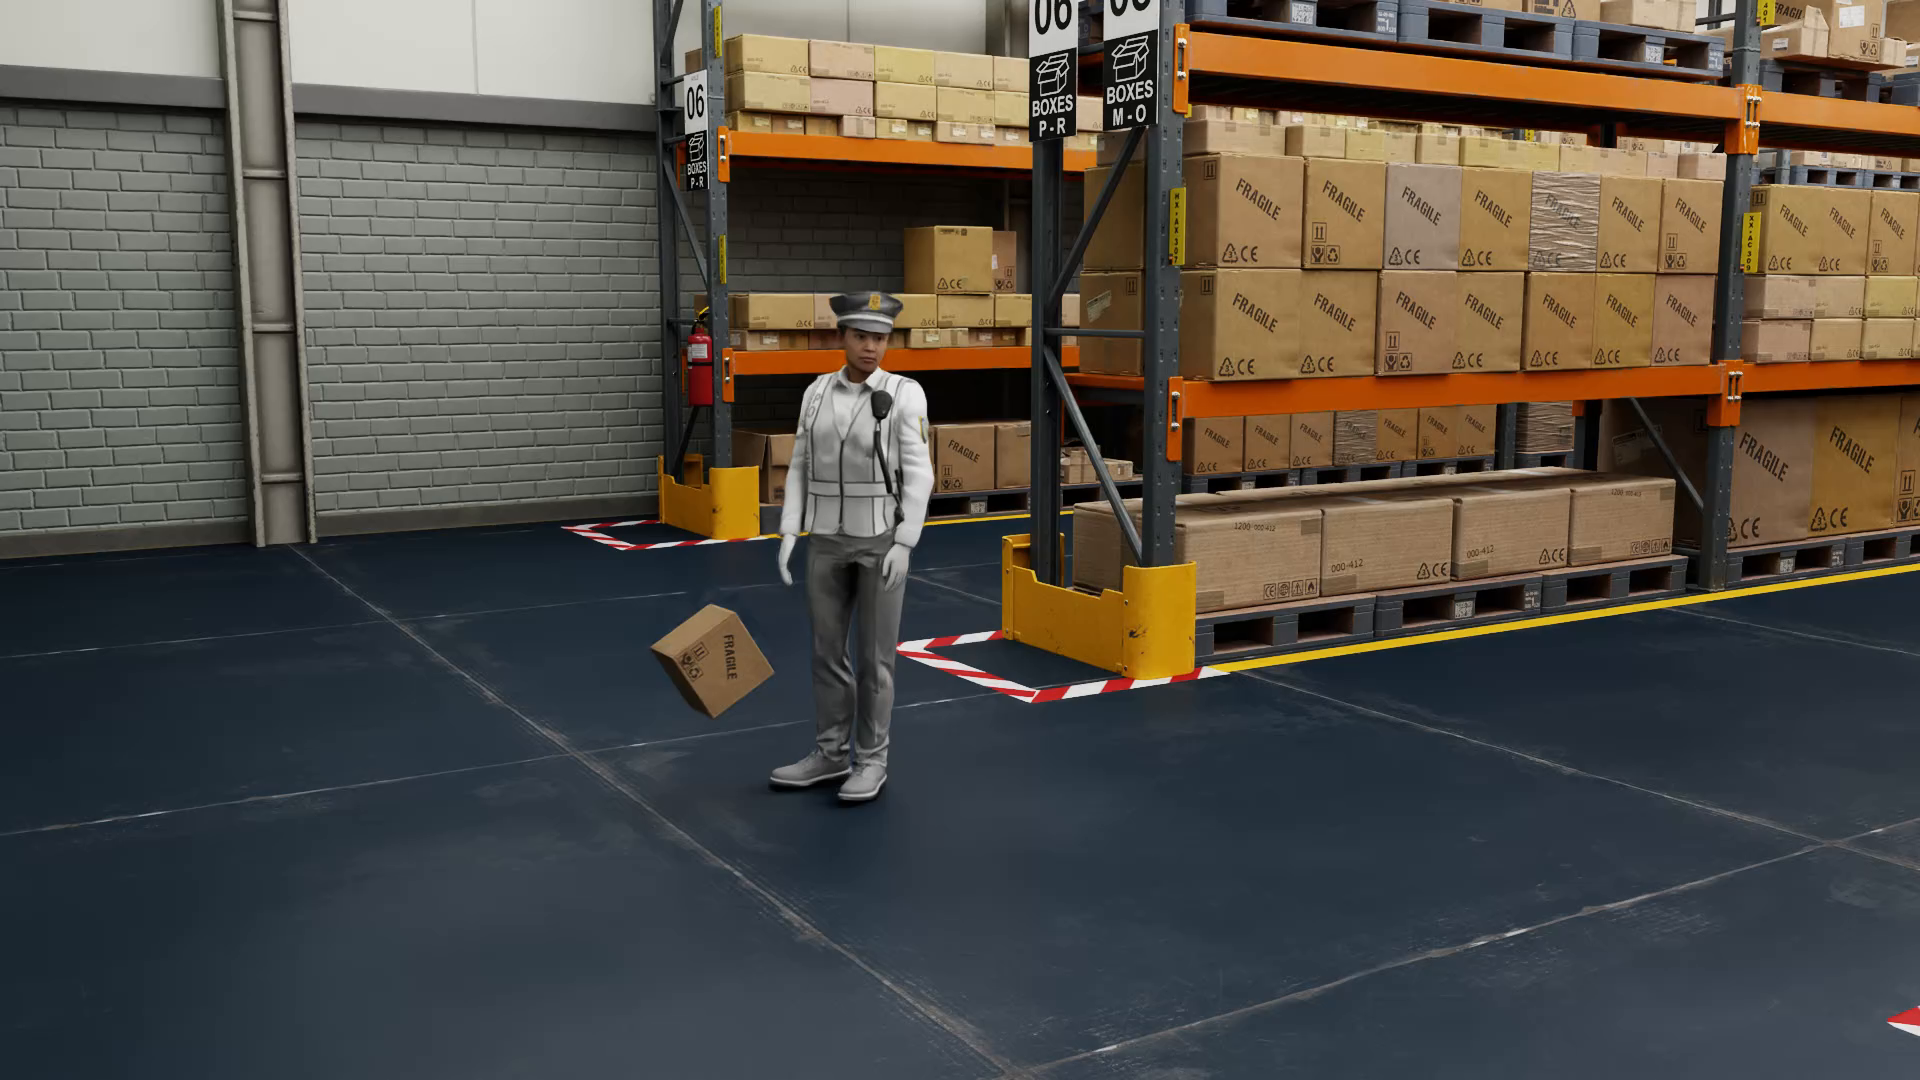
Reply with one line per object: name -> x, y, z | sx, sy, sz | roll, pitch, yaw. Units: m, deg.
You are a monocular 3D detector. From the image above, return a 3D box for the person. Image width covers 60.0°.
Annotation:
person -> -0.379, 0.025, 5.523 | 0.585, 1.686, 0.378 | 3, 9, 21
